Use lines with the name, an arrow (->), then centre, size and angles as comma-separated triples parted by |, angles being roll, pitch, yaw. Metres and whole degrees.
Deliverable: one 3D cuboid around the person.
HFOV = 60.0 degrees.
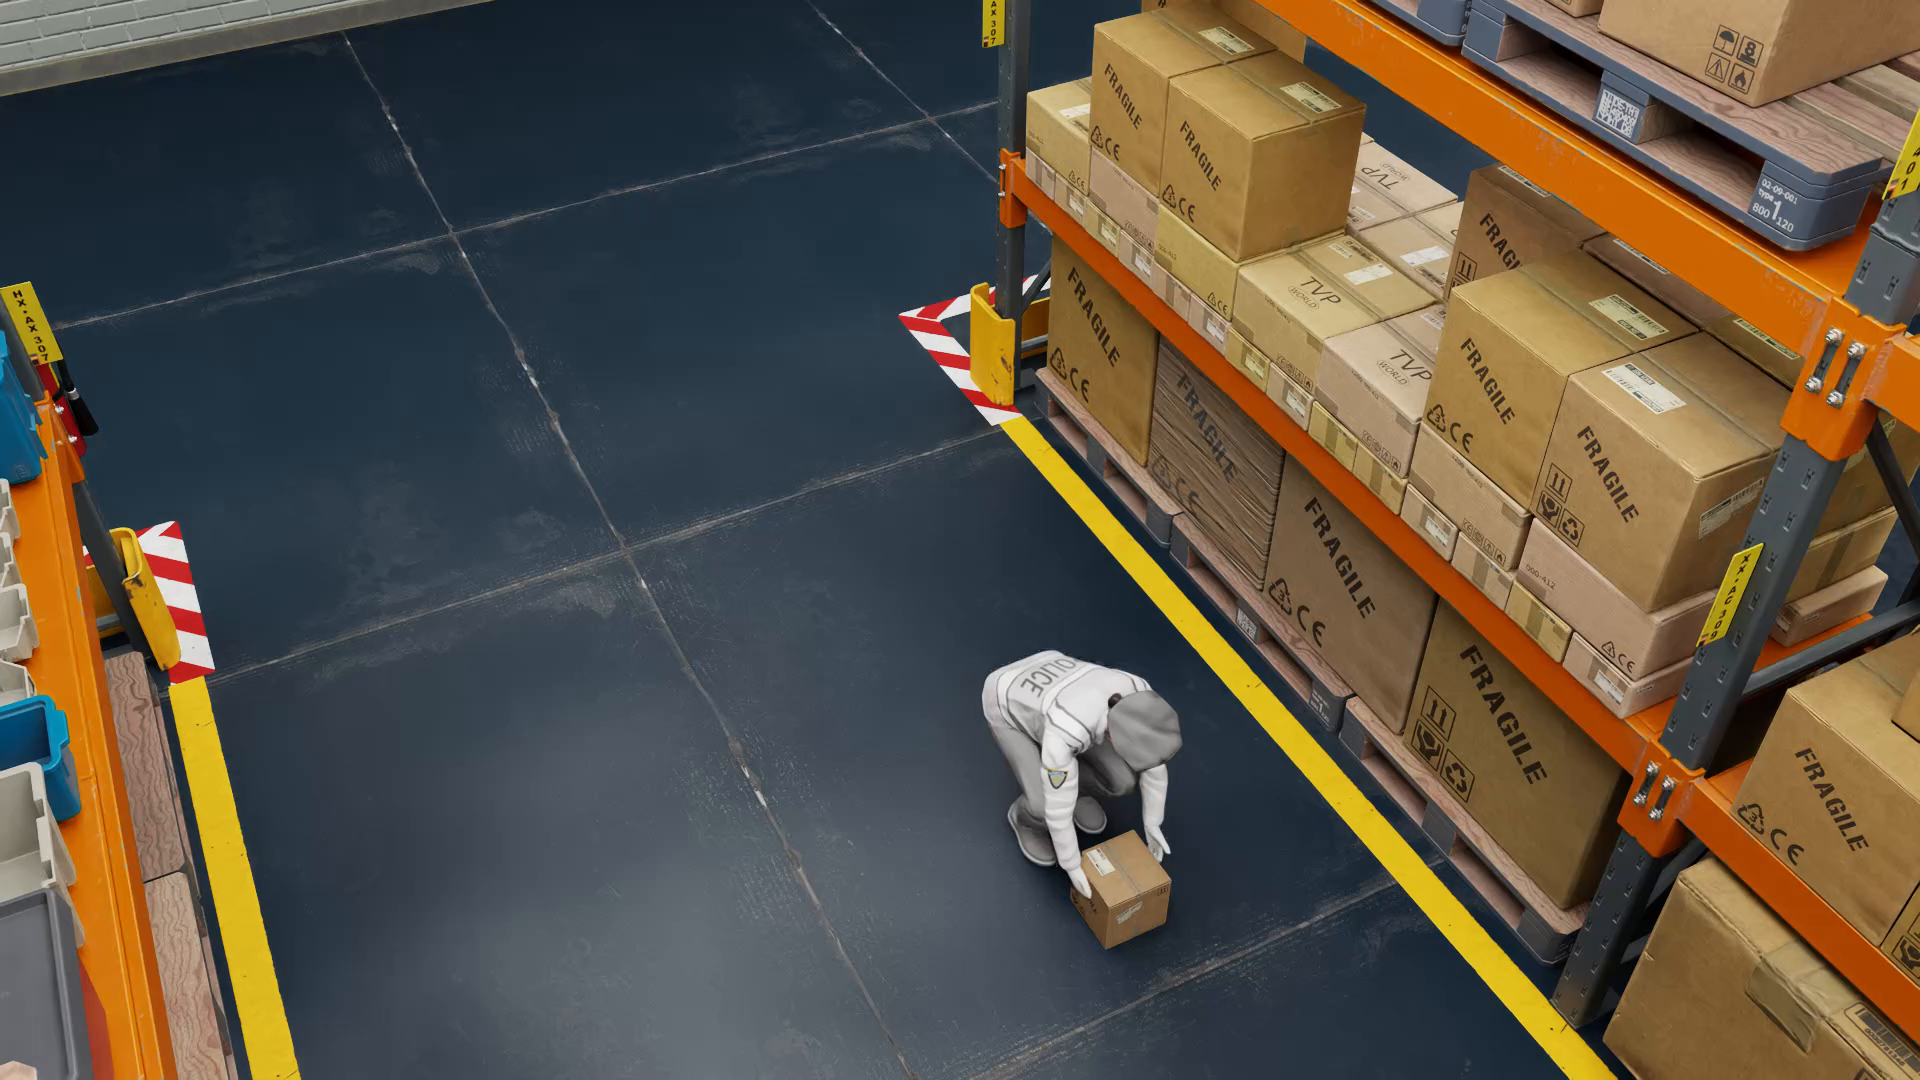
person -> 0.429, 0.745, 5.835 | 0.489, 0.984, 0.845 | -19, 45, -20
